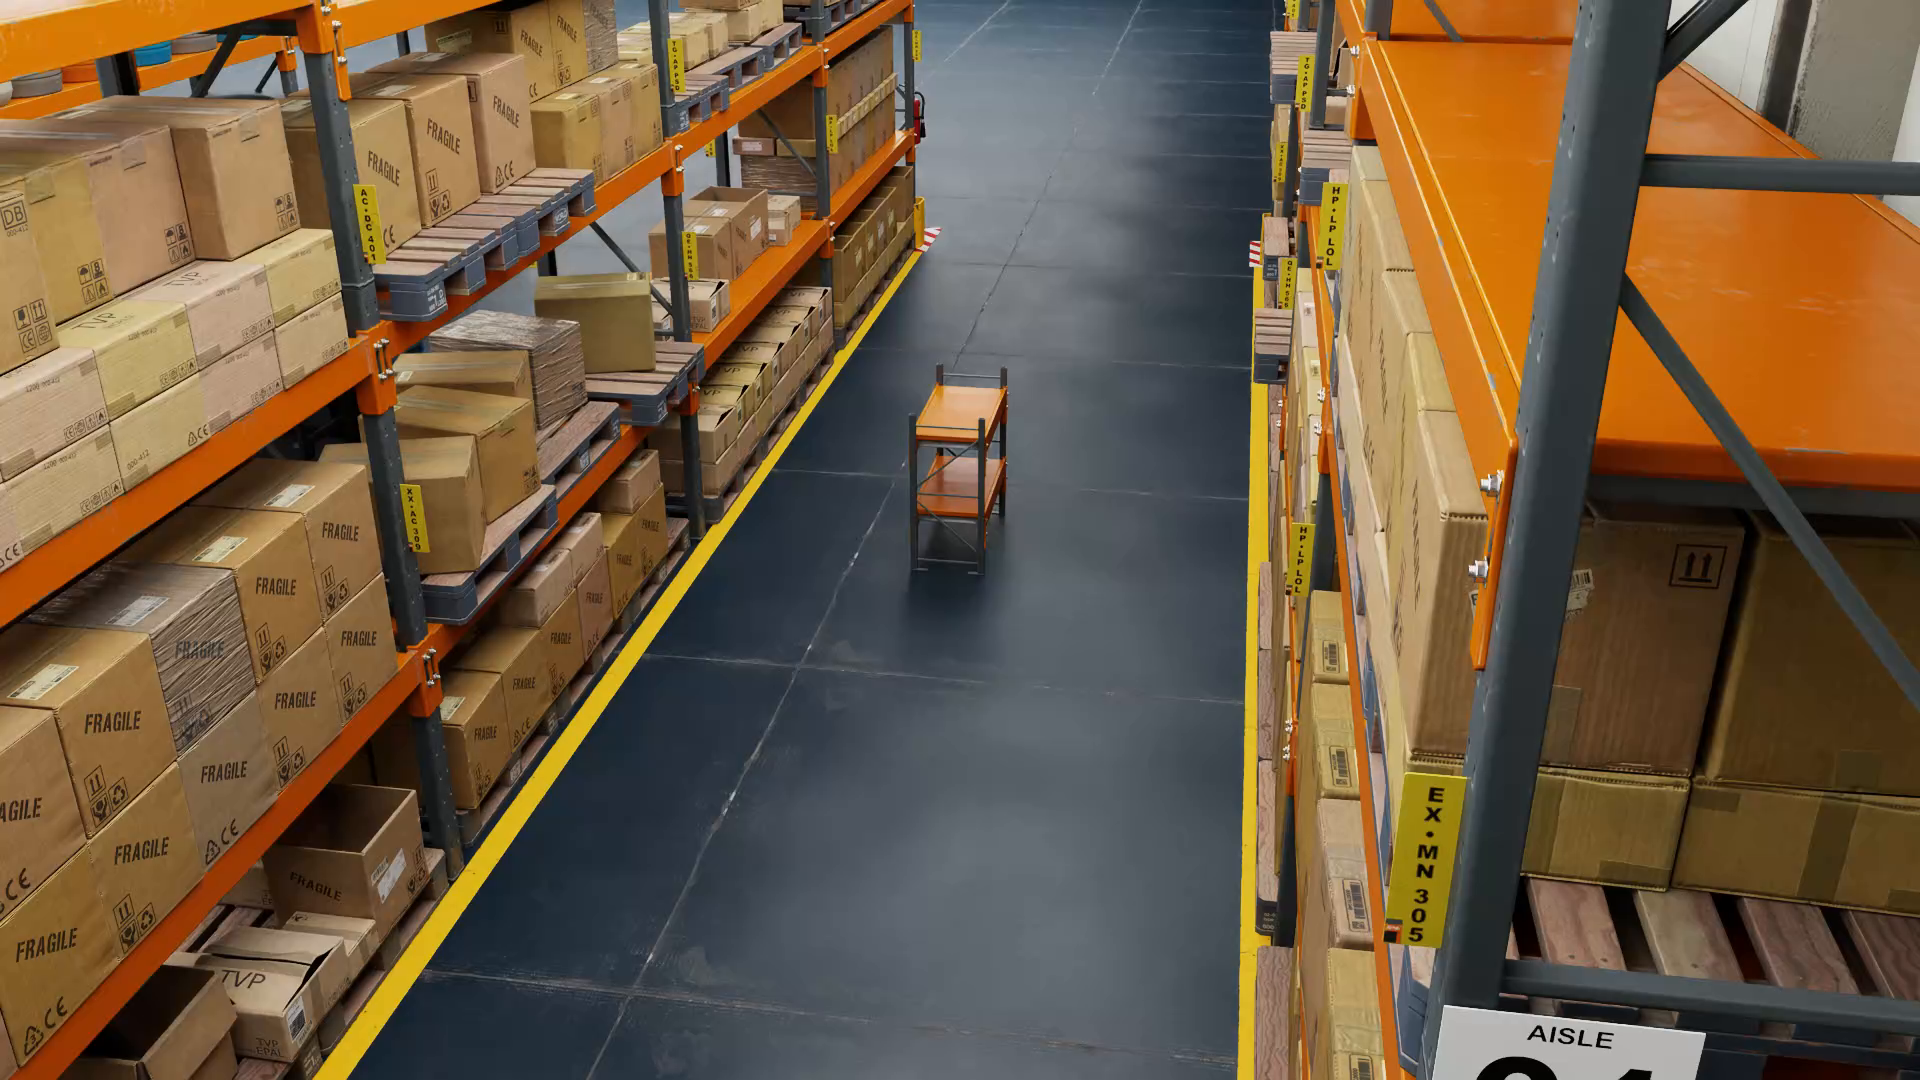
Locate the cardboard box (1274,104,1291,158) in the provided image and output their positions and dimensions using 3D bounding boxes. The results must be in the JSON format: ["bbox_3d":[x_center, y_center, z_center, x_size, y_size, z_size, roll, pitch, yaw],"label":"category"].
[{"bbox_3d":[3.256,-3.878,15.765,0.500,0.500,0.500,5,26,10],"label":"cardboard box"}]

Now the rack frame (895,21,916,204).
[{"bbox_3d":[-1.003,-4.756,18.372,1.000,3.000,0.127,4,25,9],"label":"rack frame"}]

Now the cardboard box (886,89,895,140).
[{"bbox_3d":[-1.092,-4.607,17.936,0.700,0.500,0.500,4,25,9],"label":"cardboard box"}]

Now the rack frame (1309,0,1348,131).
[{"bbox_3d":[2.577,-3.785,9.222,1.000,3.000,0.127,4,25,9],"label":"rack frame"}]

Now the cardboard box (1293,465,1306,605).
[{"bbox_3d":[1.824,-0.009,7.739,0.500,0.500,0.500,4,25,9],"label":"cardboard box"}]

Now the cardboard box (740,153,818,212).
[{"bbox_3d":[-1.590,-3.314,15.174,0.700,0.500,0.500,3,25,7],"label":"cardboard box"}]

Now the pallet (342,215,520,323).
[{"bbox_3d":[-2.788,-1.278,7.626,1.213,0.211,1.003,4,25,9],"label":"pallet"}]

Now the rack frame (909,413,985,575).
[{"bbox_3d":[-0.084,-0.294,11.051,0.500,1.125,0.032,4,25,9],"label":"rack frame"}]

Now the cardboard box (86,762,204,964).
[{"bbox_3d":[-3.038,1.088,5.769,0.500,0.500,0.500,4,25,9],"label":"cardboard box"}]

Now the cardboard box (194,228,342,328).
[{"bbox_3d":[-2.776,-1.032,6.465,0.500,0.250,0.500,4,25,9],"label":"cardboard box"}]

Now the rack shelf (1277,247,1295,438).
[{"bbox_3d":[2.904,-1.579,12.434,1.077,0.370,4.000,4,25,9],"label":"rack shelf"}]

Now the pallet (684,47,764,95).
[{"bbox_3d":[-2.108,-3.441,12.248,1.003,0.211,1.213,5,26,11],"label":"pallet"}]

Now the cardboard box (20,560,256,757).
[{"bbox_3d":[-2.955,0.419,6.018,0.500,0.500,0.500,4,25,9],"label":"cardboard box"}]

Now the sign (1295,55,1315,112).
[{"bbox_3d":[2.042,-2.700,9.831,0.100,0.325,0.005,4,25,9],"label":"sign"}]

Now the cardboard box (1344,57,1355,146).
[{"bbox_3d":[2.556,-2.469,9.310,0.700,0.500,0.500,2,25,4],"label":"cardboard box"}]

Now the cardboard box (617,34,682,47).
[{"bbox_3d":[-2.224,-3.305,11.416,0.500,0.250,0.500,5,25,10],"label":"cardboard box"}]

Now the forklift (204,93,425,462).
[{"bbox_3d":[-4.917,-1.447,11.384,1.130,2.935,3.031,5,26,11],"label":"forklift"}]

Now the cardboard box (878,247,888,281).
[{"bbox_3d":[-1.032,-2.828,17.001,0.500,0.250,0.500,4,25,9],"label":"cardboard box"}]

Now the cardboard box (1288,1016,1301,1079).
[{"bbox_3d":[1.615,2.062,6.260,0.700,0.500,0.500,4,25,8],"label":"cardboard box"}]

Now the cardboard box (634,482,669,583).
[{"bbox_3d":[-2.232,-0.070,10.790,0.500,0.500,0.500,5,26,11],"label":"cardboard box"}]

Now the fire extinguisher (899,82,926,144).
[{"bbox_3d":[-0.525,-4.738,18.426,0.296,0.674,0.183,4,25,9],"label":"fire extinguisher"}]

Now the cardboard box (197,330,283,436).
[{"bbox_3d":[-2.873,-0.598,6.127,0.500,0.250,0.500,4,25,9],"label":"cardboard box"}]

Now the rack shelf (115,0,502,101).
[{"bbox_3d":[-2.637,-2.784,8.403,1.077,0.370,4.000,4,25,9],"label":"rack shelf"}]

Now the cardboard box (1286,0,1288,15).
[{"bbox_3d":[3.380,-5.265,15.780,0.500,0.500,0.500,5,26,11],"label":"cardboard box"}]

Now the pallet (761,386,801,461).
[{"bbox_3d":[-1.936,-0.998,13.632,1.003,0.211,1.213,4,25,9],"label":"pallet"}]

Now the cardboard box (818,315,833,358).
[{"bbox_3d":[-1.438,-1.834,14.879,0.500,0.250,0.500,4,25,8],"label":"cardboard box"}]

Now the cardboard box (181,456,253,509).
[{"bbox_3d":[-3.319,-0.058,7.038,0.500,0.500,0.500,5,25,10],"label":"cardboard box"}]

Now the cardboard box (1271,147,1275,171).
[{"bbox_3d":[3.332,-3.743,16.361,0.500,0.250,0.500,4,25,8],"label":"cardboard box"}]

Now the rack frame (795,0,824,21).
[{"bbox_3d":[-1.657,-5.800,13.526,1.000,3.000,0.127,4,25,9],"label":"rack frame"}]

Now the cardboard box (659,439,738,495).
[{"bbox_3d":[-1.935,-0.554,12.143,0.500,0.250,0.500,4,25,8],"label":"cardboard box"}]

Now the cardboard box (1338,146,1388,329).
[{"bbox_3d":[1.531,-0.982,5.451,0.500,0.500,0.500,4,25,8],"label":"cardboard box"}]

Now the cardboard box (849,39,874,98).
[{"bbox_3d":[-1.263,-4.741,16.692,0.700,0.500,0.500,4,25,9],"label":"cardboard box"}]

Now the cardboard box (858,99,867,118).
[{"bbox_3d":[-1.129,-4.273,16.458,0.380,0.149,0.250,4,25,8],"label":"cardboard box"}]

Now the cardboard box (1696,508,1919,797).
[{"bbox_3d":[1.628,0.123,3.089,0.500,0.500,0.500,3,25,6],"label":"cardboard box"}]

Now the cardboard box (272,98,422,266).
[{"bbox_3d":[-2.809,-1.582,7.322,0.600,0.600,0.600,2,25,4],"label":"cardboard box"}]

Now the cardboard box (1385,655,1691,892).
[{"bbox_3d":[1.128,0.427,3.325,0.500,0.250,0.500,5,26,10],"label":"cardboard box"}]

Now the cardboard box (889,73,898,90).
[{"bbox_3d":[-0.877,-4.922,17.844,0.380,0.149,0.250,4,25,8],"label":"cardboard box"}]

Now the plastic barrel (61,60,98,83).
[{"bbox_3d":[-6.741,-3.910,12.520,0.600,0.830,0.708,4,25,9],"label":"plastic barrel"}]

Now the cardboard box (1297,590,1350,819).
[{"bbox_3d":[1.819,0.694,6.374,0.980,0.700,0.700,4,25,9],"label":"cardboard box"}]

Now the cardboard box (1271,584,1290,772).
[{"bbox_3d":[2.044,0.735,8.682,0.750,0.750,0.750,5,26,10],"label":"cardboard box"}]

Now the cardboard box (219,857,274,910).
[{"bbox_3d":[-3.246,1.442,7.784,0.500,0.311,0.500,4,25,9],"label":"cardboard box"}]

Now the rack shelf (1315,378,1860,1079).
[{"bbox_3d":[1.597,0.408,4.650,1.077,0.370,4.000,4,25,9],"label":"rack shelf"}]

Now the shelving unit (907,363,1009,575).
[{"bbox_3d":[-0.001,-0.507,11.505,0.538,1.125,1.048,4,25,9],"label":"shelving unit"}]

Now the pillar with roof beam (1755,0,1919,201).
[{"bbox_3d":[-1.584,-2.058,5.532,9.100,9.000,0.400,4,25,9],"label":"pillar with roof beam"}]

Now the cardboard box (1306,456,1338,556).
[{"bbox_3d":[1.748,-0.137,7.128,0.500,0.250,0.500,5,25,10],"label":"cardboard box"}]

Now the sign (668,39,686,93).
[{"bbox_3d":[-1.775,-2.964,10.397,0.100,0.325,0.005,4,25,9],"label":"sign"}]

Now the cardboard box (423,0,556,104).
[{"bbox_3d":[-2.554,-2.658,9.055,0.500,0.500,0.500,4,25,9],"label":"cardboard box"}]

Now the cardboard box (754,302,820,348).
[{"bbox_3d":[-1.519,-1.875,14.303,0.500,0.311,0.500,5,25,10],"label":"cardboard box"}]

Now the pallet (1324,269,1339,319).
[{"bbox_3d":[2.025,-1.054,7.151,0.805,0.209,1.217,3,25,6],"label":"pallet"}]

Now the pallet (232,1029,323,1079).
[{"bbox_3d":[-3.274,2.325,6.535,1.003,0.211,1.213,4,25,9],"label":"pallet"}]

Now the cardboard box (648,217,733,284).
[{"bbox_3d":[-2.052,-2.158,12.705,0.500,0.500,0.500,3,25,6],"label":"cardboard box"}]

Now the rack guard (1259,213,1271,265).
[{"bbox_3d":[3.872,-3.250,18.104,1.175,0.500,0.348,4,25,9],"label":"rack guard"}]

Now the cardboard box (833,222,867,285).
[{"bbox_3d":[-1.198,-2.749,15.949,0.500,0.500,0.500,4,25,9],"label":"cardboard box"}]
